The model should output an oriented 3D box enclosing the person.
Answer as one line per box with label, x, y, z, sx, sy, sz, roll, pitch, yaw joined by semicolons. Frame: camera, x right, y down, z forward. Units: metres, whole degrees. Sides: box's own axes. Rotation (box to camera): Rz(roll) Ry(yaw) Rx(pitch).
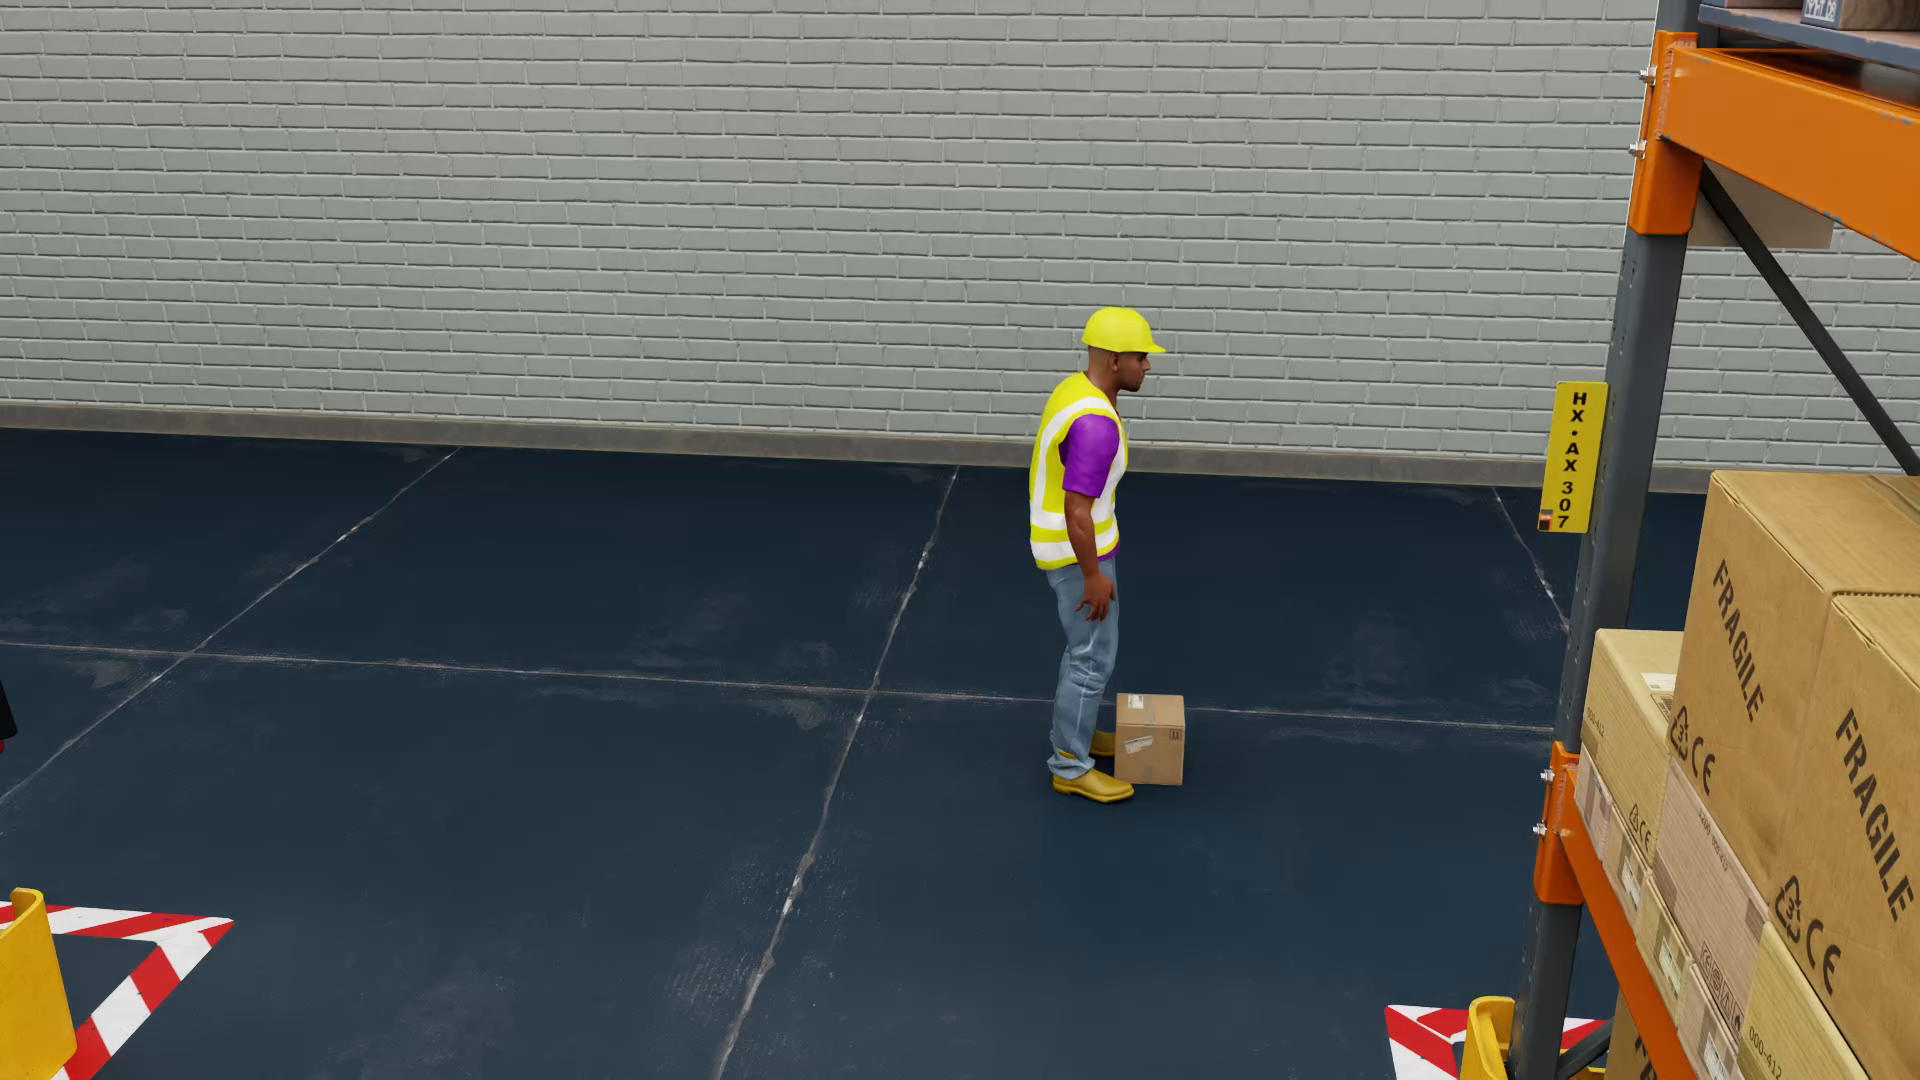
person;0.475;0.034;5.971;0.462;1.759;0.627;1;21;4
